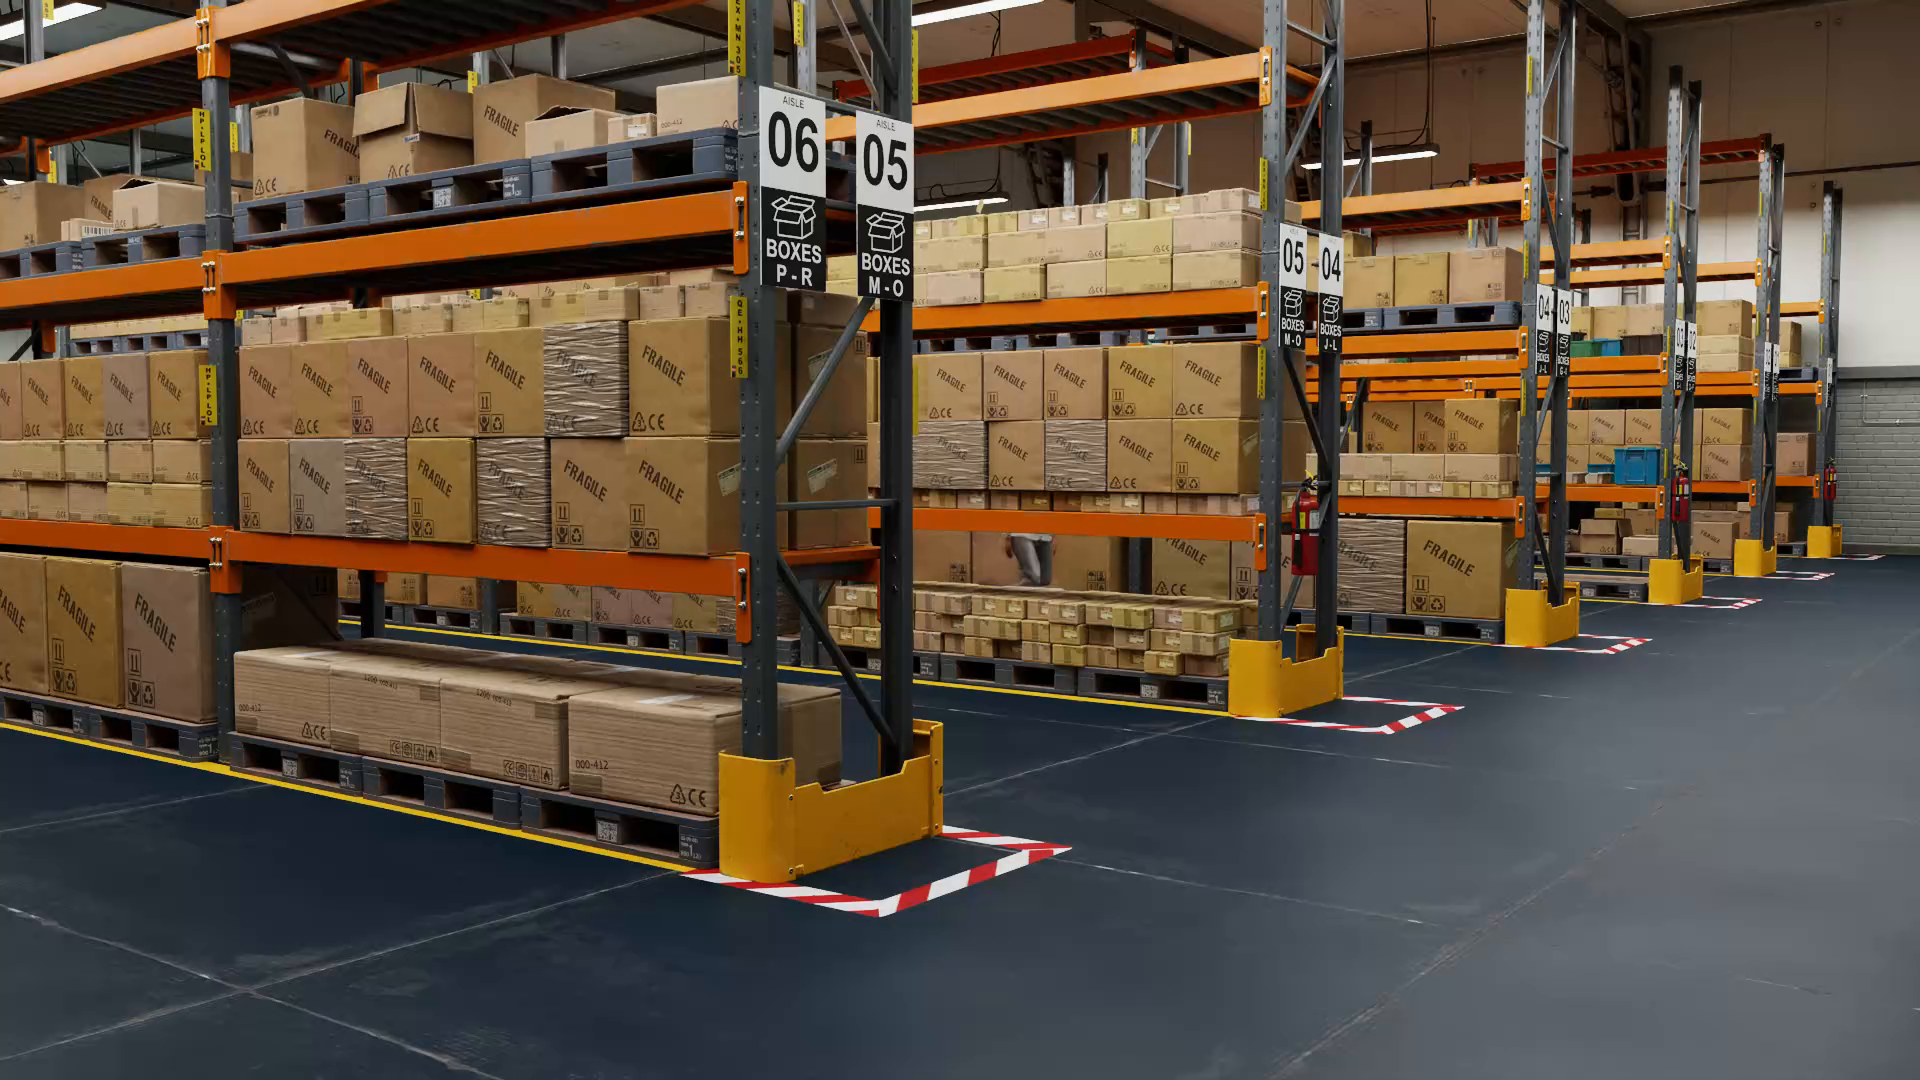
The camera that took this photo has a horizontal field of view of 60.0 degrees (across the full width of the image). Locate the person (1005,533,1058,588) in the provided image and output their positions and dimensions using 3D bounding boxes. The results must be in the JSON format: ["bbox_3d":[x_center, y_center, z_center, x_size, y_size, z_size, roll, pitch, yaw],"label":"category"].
[{"bbox_3d":[0.657,-0.032,16.225,0.570,1.737,0.799,-2,4,-33],"label":"person"}]
